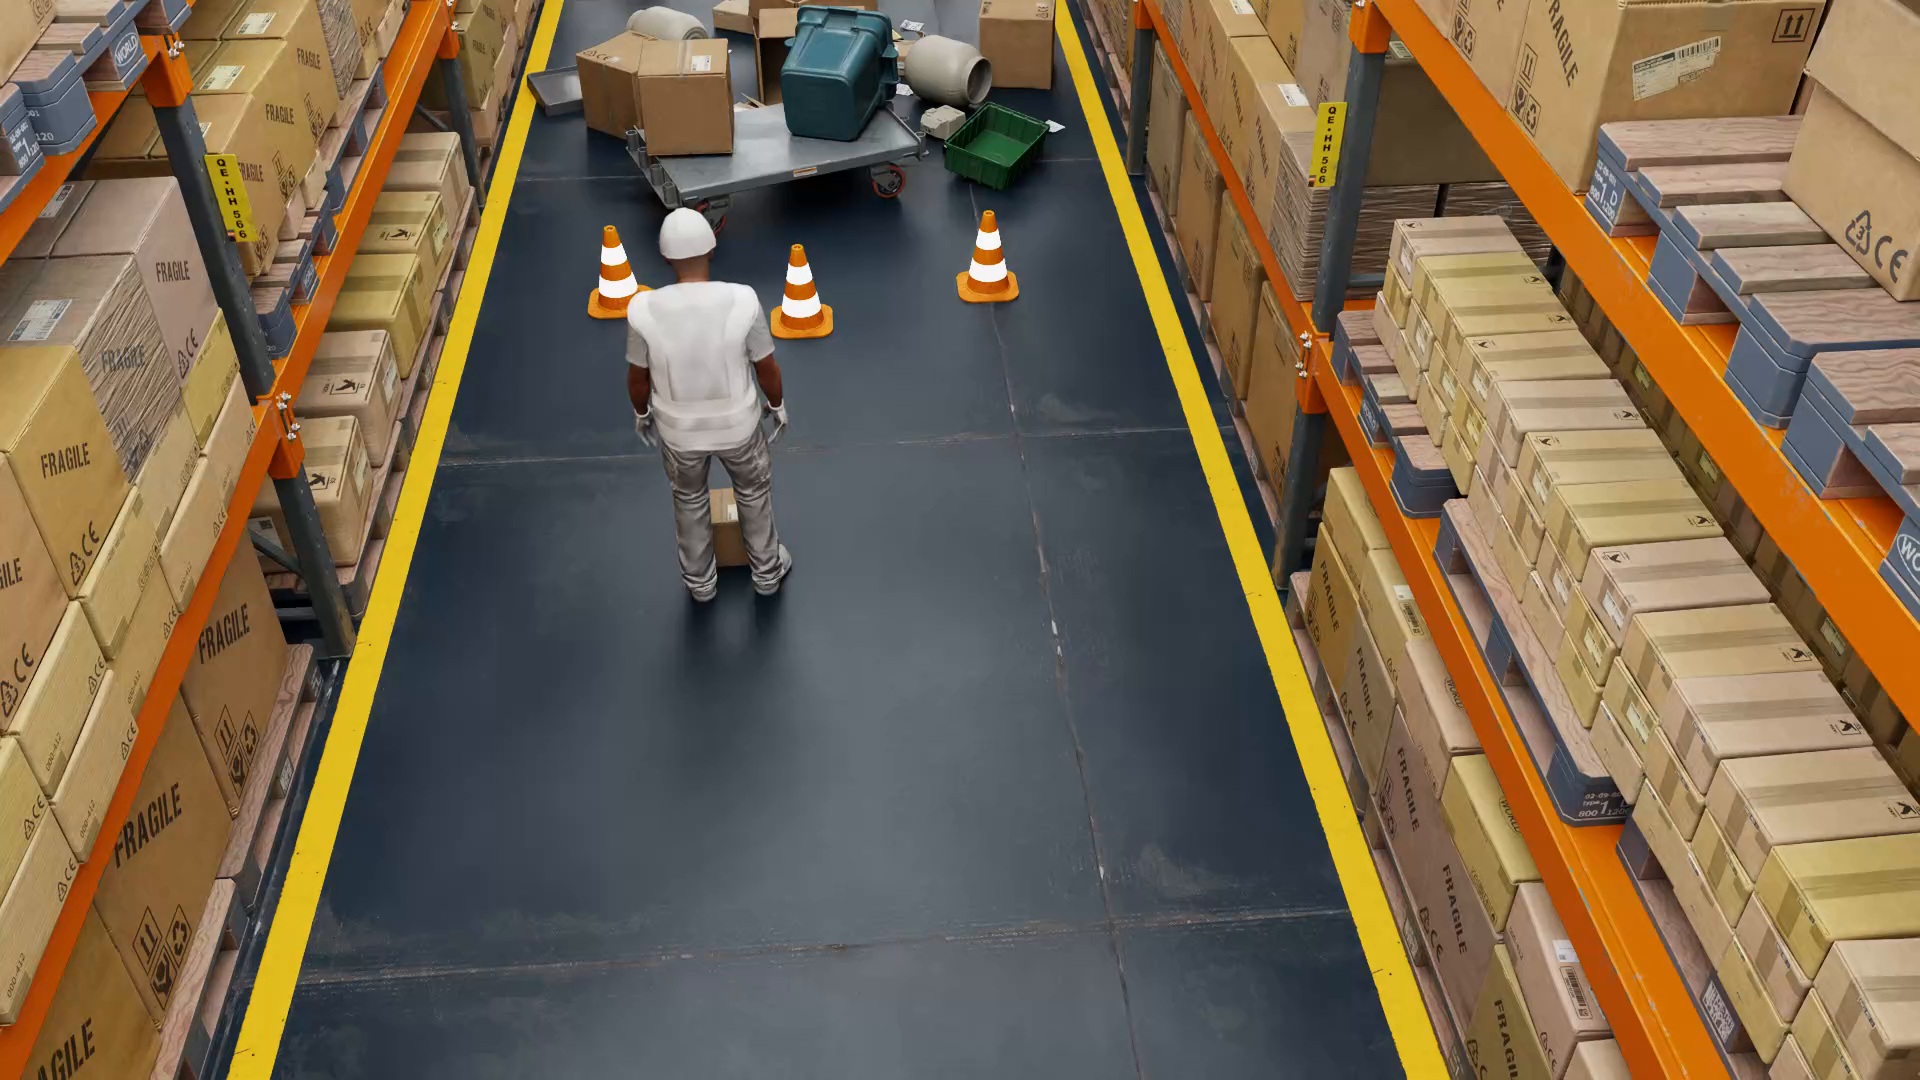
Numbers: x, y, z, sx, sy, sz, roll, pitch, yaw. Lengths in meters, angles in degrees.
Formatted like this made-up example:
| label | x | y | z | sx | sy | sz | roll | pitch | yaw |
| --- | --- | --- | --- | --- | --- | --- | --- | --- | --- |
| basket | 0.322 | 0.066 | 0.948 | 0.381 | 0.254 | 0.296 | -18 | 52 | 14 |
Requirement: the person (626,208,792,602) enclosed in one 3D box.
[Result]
| label | x | y | z | sx | sy | sz | roll | pitch | yaw |
| --- | --- | --- | --- | --- | --- | --- | --- | --- | --- |
| person | -1.015 | -0.505 | 6.773 | 0.619 | 1.775 | 0.446 | -3 | 39 | -4 |
